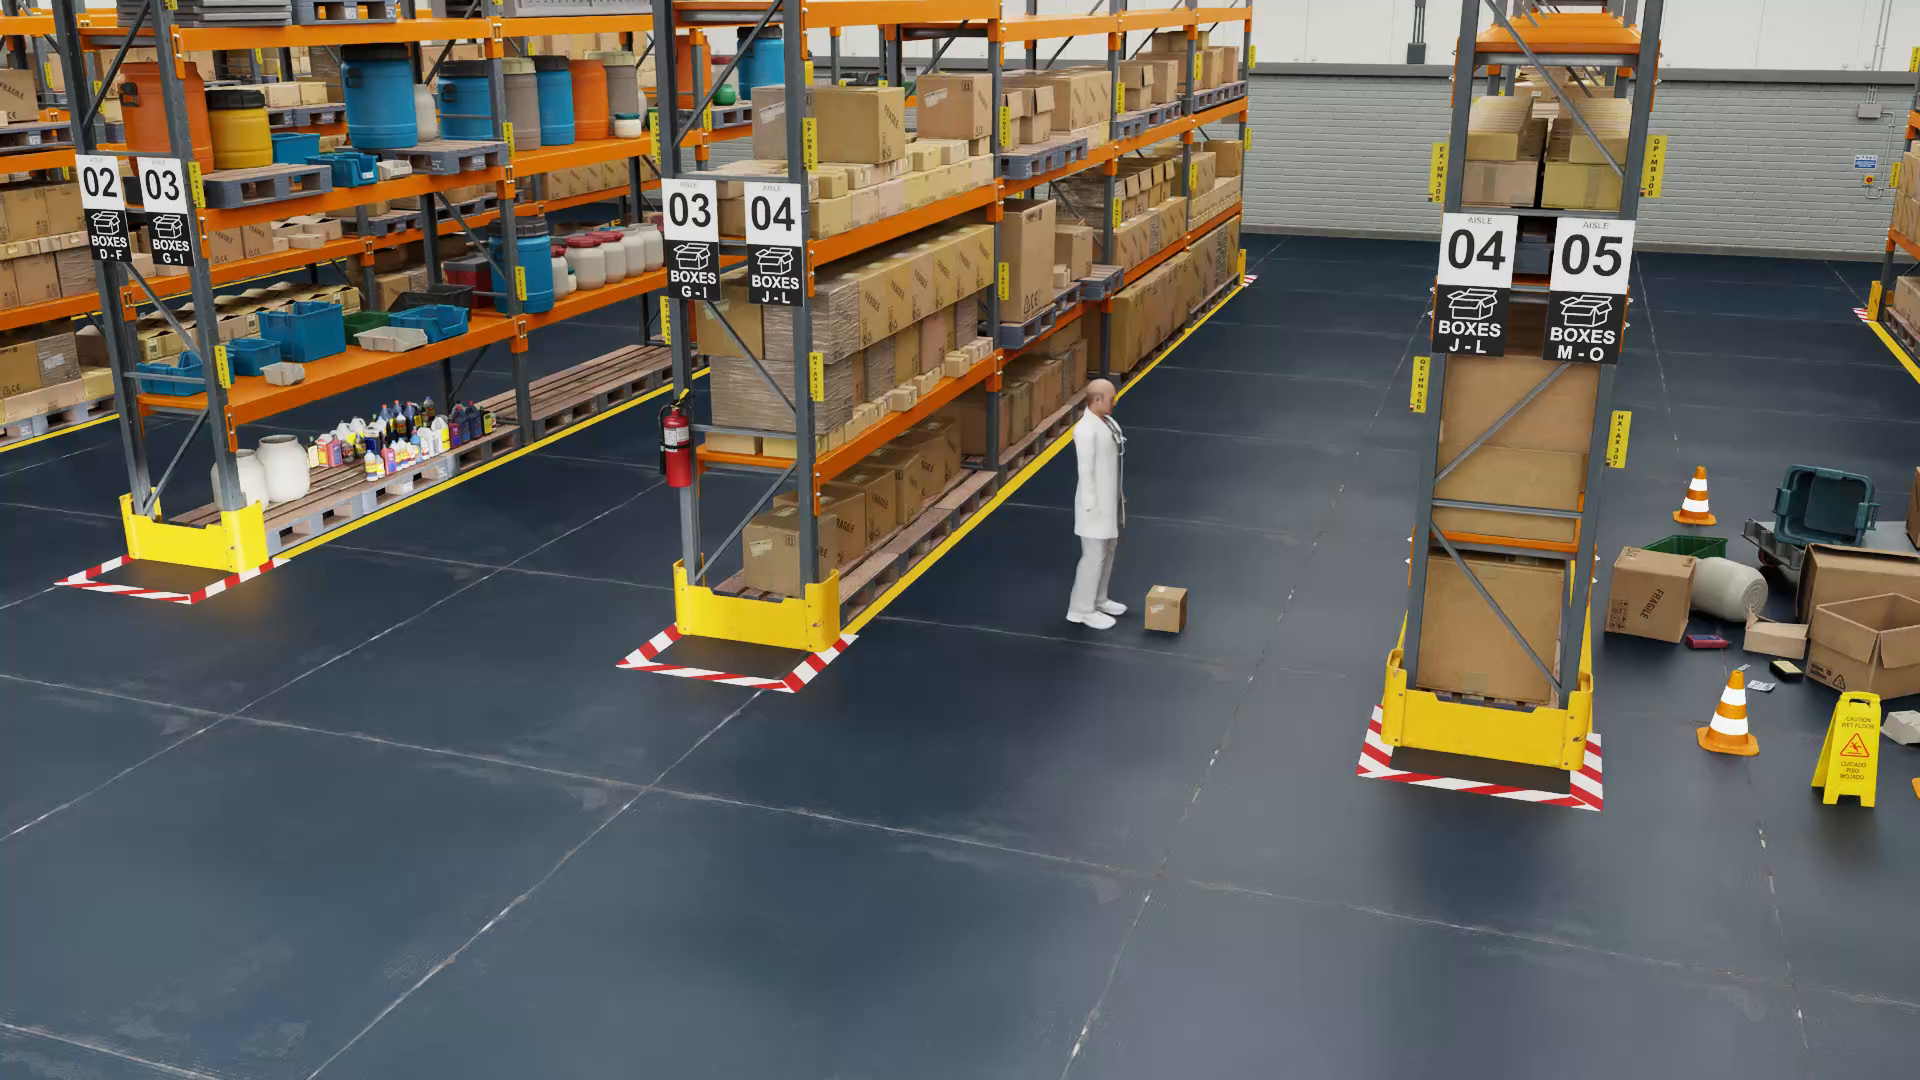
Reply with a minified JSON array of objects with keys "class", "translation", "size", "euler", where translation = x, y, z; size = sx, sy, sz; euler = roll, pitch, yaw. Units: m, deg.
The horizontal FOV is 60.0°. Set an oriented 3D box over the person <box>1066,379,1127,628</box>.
[{"class":"person","translation":[1.012,-0.283,11.948],"size":[0.380,1.778,0.564],"euler":[7,20,20]}]
